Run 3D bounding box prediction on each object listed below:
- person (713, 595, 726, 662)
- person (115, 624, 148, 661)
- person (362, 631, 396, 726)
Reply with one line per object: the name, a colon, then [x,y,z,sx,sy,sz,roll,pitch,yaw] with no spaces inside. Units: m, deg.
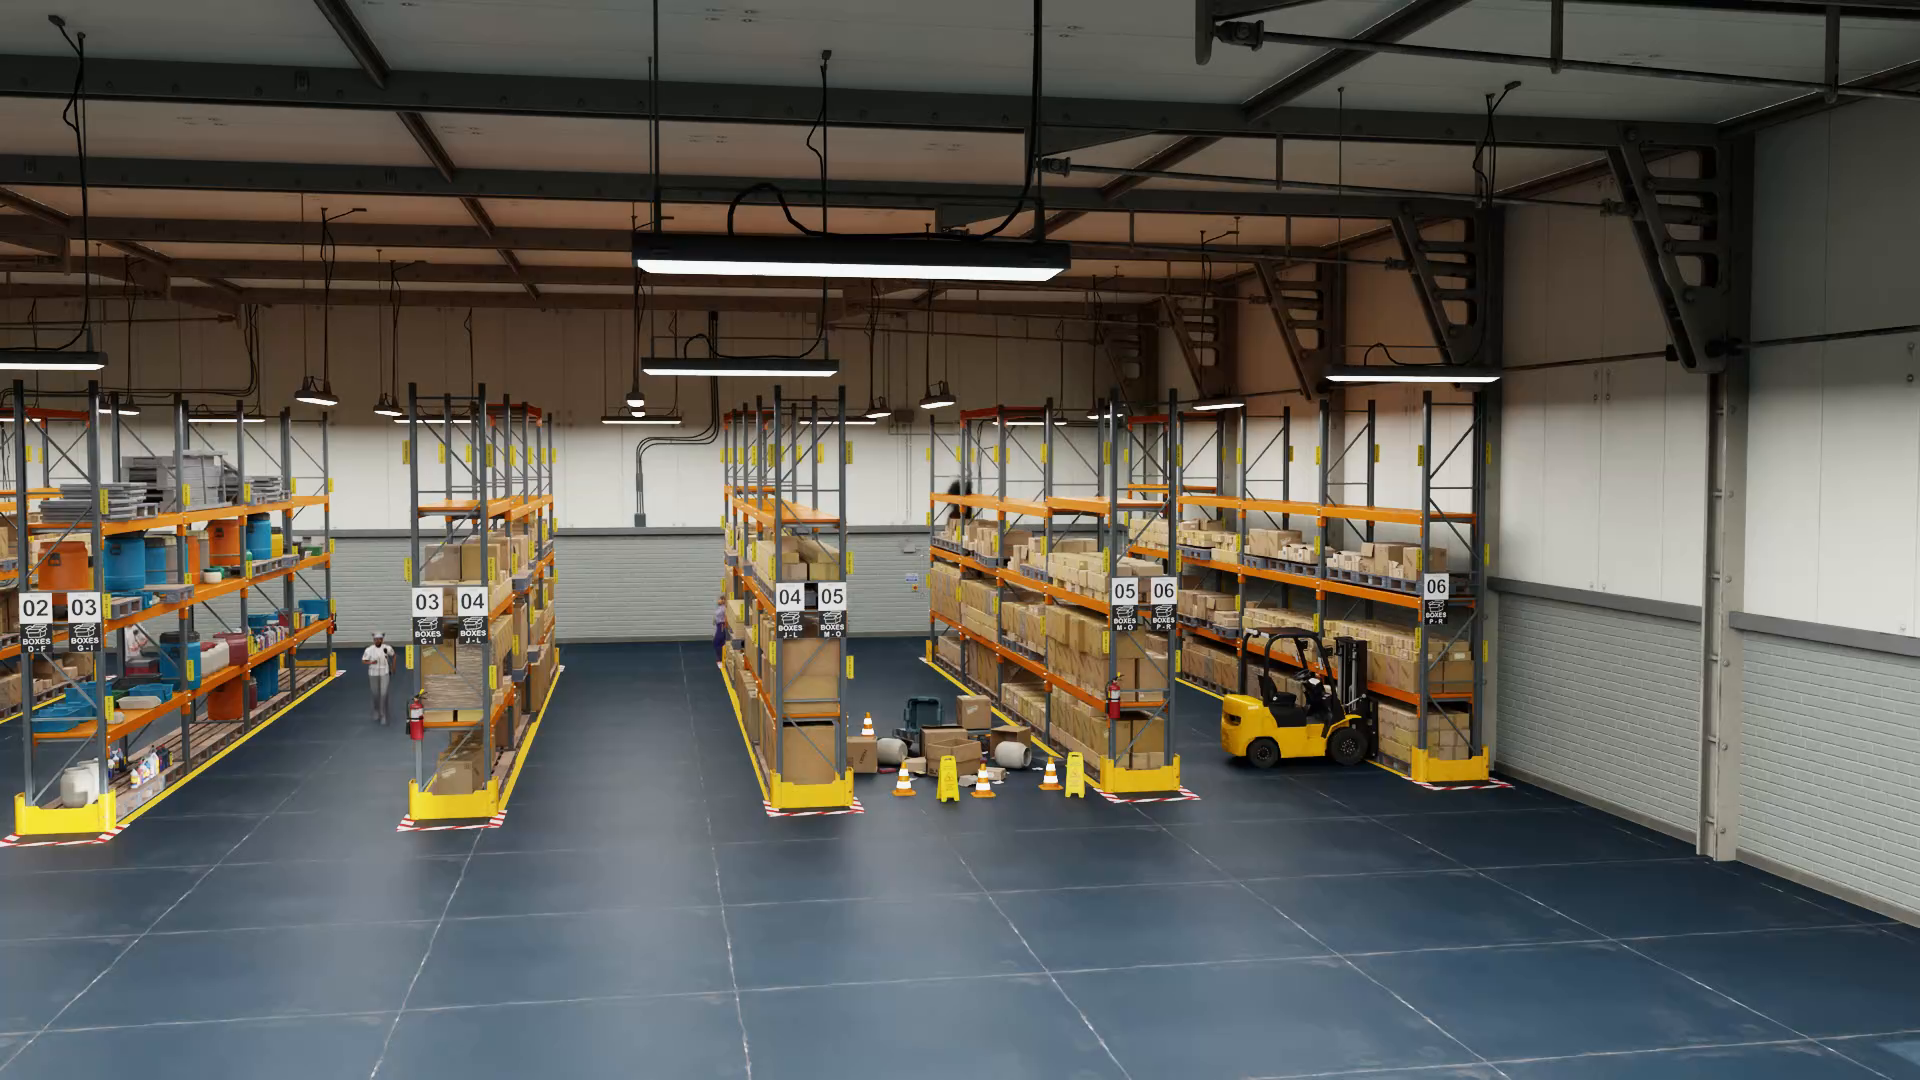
person: [-5.746,2.161,40.501,0.587,1.626,0.640,-1,3,-19]
person: [-17.209,2.393,34.534,0.632,1.810,1.123,-1,3,-23]
person: [-10.901,2.567,31.172,0.584,1.746,0.806,-1,3,-18]
